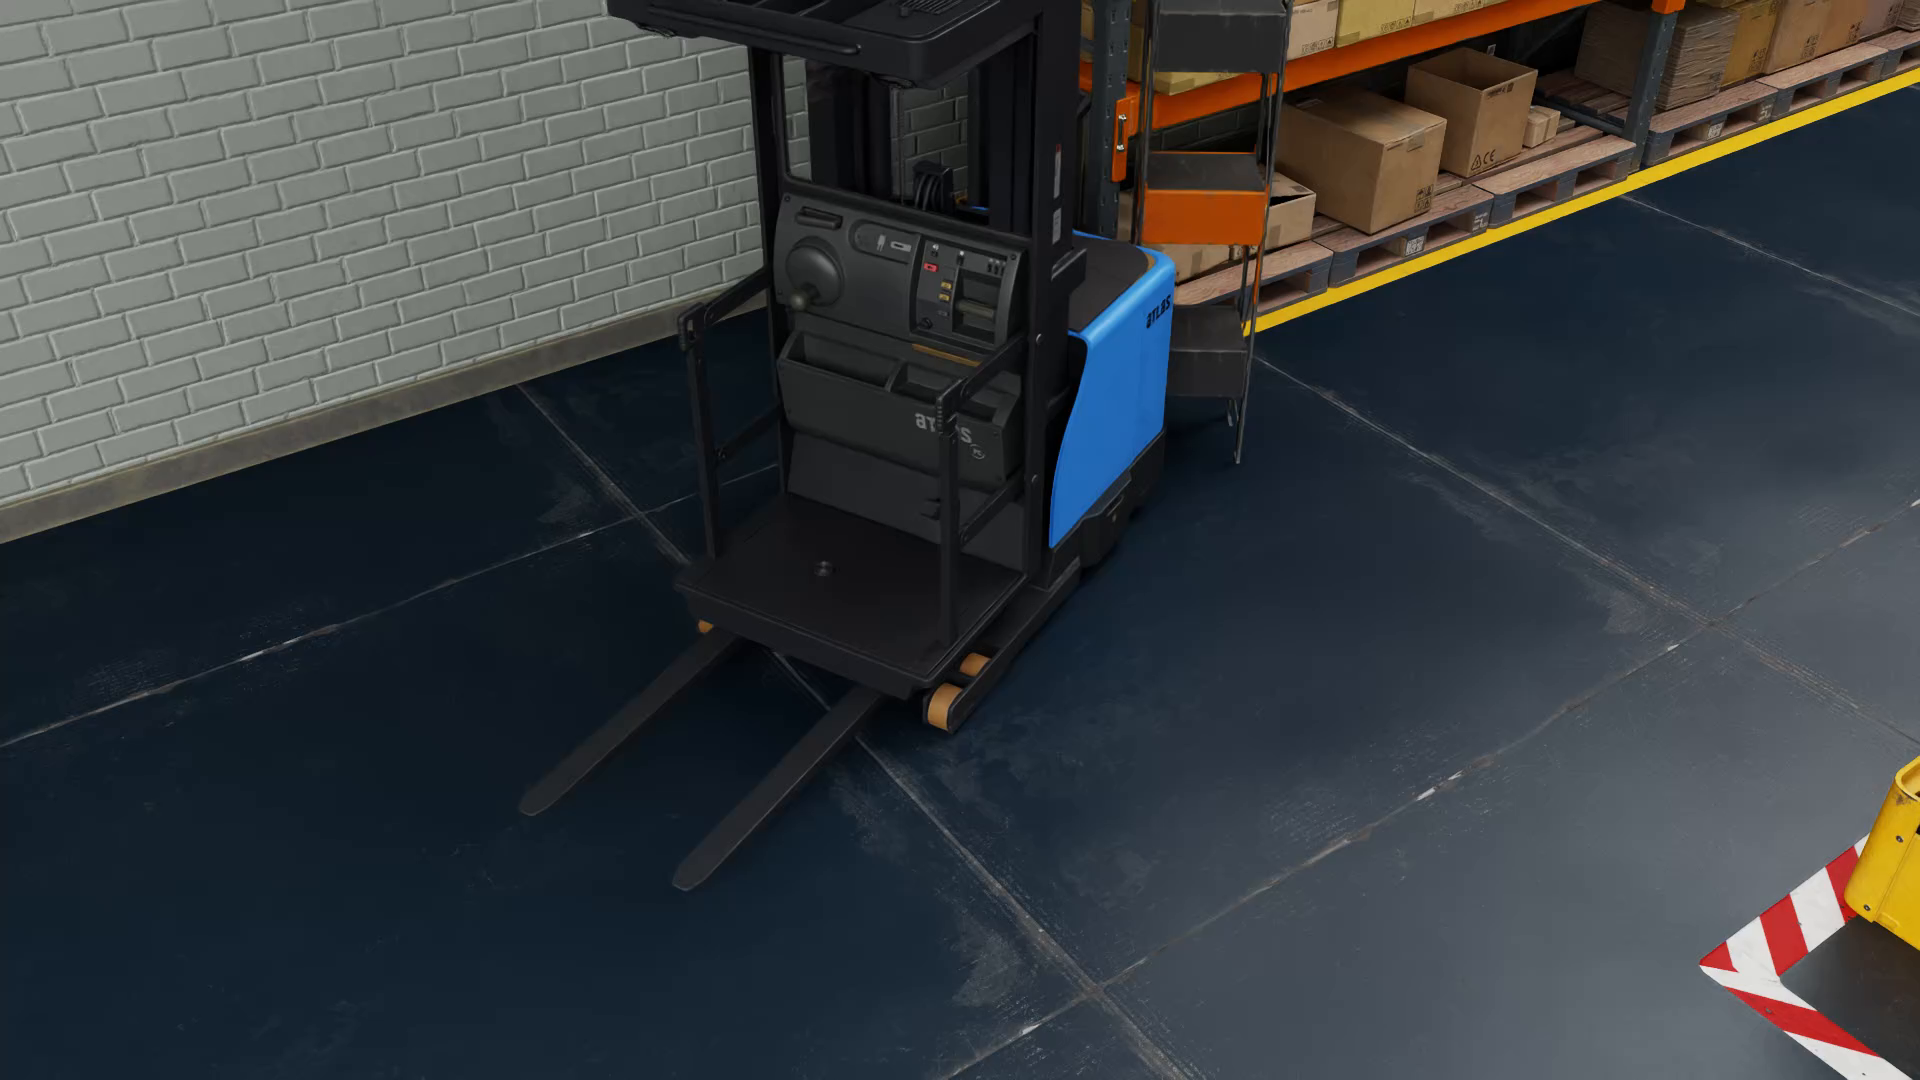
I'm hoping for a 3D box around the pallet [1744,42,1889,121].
[{"bbox_3d":[5.277,-3.140,10.935,1.213,0.211,1.003,-22,41,-28],"label":"pallet"}]

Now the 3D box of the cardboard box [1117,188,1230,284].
[{"bbox_3d":[0.991,-1.528,8.231,0.500,0.311,0.500,-28,44,-33],"label":"cardboard box"}]

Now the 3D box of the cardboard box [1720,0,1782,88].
[{"bbox_3d":[4.629,-3.214,10.413,0.500,0.500,0.700,-23,42,-29],"label":"cardboard box"}]

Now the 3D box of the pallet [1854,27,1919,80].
[{"bbox_3d":[6.273,-3.548,11.502,1.213,0.211,1.003,-22,41,-28],"label":"pallet"}]

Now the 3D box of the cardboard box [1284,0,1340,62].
[{"bbox_3d":[1.372,-2.392,7.619,0.500,0.250,0.500,-24,42,-29],"label":"cardboard box"}]

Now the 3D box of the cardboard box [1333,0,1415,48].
[{"bbox_3d":[1.791,-2.561,7.853,0.500,0.250,0.500,-23,42,-29],"label":"cardboard box"}]

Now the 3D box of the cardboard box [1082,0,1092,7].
[{"bbox_3d":[0.636,-2.763,7.491,0.500,0.500,0.500,-23,42,-28],"label":"cardboard box"}]

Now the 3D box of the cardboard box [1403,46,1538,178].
[{"bbox_3d":[2.818,-2.392,9.271,0.500,0.500,0.500,-26,43,-31],"label":"cardboard box"}]

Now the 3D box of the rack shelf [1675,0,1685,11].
[{"bbox_3d":[5.278,-3.977,10.327,4.000,0.370,1.077,-22,41,-28],"label":"rack shelf"}]

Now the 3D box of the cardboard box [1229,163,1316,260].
[{"bbox_3d":[1.457,-1.720,8.498,0.500,0.311,0.500,-19,40,-24],"label":"cardboard box"}]

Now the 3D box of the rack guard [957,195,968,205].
[{"bbox_3d":[0.436,-1.262,8.076,0.348,0.500,1.175,-22,41,-28],"label":"rack guard"}]

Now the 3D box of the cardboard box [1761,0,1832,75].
[{"bbox_3d":[5.069,-3.366,10.625,0.500,0.500,0.700,-22,41,-27],"label":"cardboard box"}]

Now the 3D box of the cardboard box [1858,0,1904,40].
[{"bbox_3d":[5.866,-3.721,11.119,0.500,0.500,0.700,-22,41,-28],"label":"cardboard box"}]

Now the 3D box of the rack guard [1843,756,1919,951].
[{"bbox_3d":[3.211,1.135,4.744,0.348,0.500,1.175,-22,41,-28],"label":"rack guard"}]

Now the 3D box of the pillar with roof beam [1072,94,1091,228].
[{"bbox_3d":[2.927,-3.280,3.604,0.400,9.000,9.100,-22,41,-28],"label":"pillar with roof beam"}]

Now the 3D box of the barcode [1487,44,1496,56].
[{"bbox_3d":[3.064,-2.823,9.596,0.075,0.075,0.001,-22,41,-28],"label":"barcode"}]

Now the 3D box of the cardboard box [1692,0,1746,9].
[{"bbox_3d":[4.593,-3.470,10.128,0.500,0.250,0.500,-23,42,-29],"label":"cardboard box"}]

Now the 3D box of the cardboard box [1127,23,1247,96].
[{"bbox_3d":[0.955,-2.211,7.366,0.500,0.250,0.500,-24,42,-29],"label":"cardboard box"}]

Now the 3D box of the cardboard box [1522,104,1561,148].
[{"bbox_3d":[3.223,-2.431,9.610,0.250,0.166,0.380,-28,44,-33],"label":"cardboard box"}]

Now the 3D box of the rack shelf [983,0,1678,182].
[{"bbox_3d":[2.008,-2.632,8.456,4.000,0.370,1.077,-22,41,-28],"label":"rack shelf"}]

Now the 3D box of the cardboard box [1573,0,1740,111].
[{"bbox_3d":[4.235,-3.016,10.138,0.500,0.500,0.700,-21,41,-26],"label":"cardboard box"}]

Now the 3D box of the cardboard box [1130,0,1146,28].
[{"bbox_3d":[0.937,-2.520,7.154,0.500,0.500,0.500,-22,41,-28],"label":"cardboard box"}]

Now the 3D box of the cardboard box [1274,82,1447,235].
[{"bbox_3d":[2.085,-2.019,8.753,0.500,0.500,0.700,-25,43,-31],"label":"cardboard box"}]

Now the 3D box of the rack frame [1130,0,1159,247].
[{"bbox_3d":[0.722,-1.306,6.767,0.015,2.100,0.400,1,36,1],"label":"rack frame"}]

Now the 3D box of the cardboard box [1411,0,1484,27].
[{"bbox_3d":[2.206,-2.730,8.088,0.500,0.250,0.500,-22,41,-27],"label":"cardboard box"}]

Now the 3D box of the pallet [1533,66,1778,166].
[{"bbox_3d":[4.279,-2.727,10.361,1.213,0.211,1.003,-22,41,-28],"label":"pallet"}]

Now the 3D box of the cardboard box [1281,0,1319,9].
[{"bbox_3d":[1.347,-2.681,7.378,0.500,0.500,0.500,-22,41,-28],"label":"cardboard box"}]

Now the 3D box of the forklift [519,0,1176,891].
[{"bbox_3d":[-0.327,-0.830,5.394,1.130,2.935,3.031,19,40,24],"label":"forklift"}]

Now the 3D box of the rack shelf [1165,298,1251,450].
[{"bbox_3d":[0.966,-0.722,7.178,0.480,0.518,0.431,1,36,1],"label":"rack shelf"}]

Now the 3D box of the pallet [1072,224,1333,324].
[{"bbox_3d":[1.120,-1.401,8.517,1.213,0.211,1.003,-22,41,-28],"label":"pallet"}]

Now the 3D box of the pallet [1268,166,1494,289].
[{"bbox_3d":[2.116,-1.809,9.084,1.213,0.211,1.003,-22,41,-28],"label":"pallet"}]

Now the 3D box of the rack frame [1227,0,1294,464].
[{"bbox_3d":[1.210,-1.297,6.755,0.015,2.100,0.400,1,36,1],"label":"rack frame"}]

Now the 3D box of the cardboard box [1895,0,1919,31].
[{"bbox_3d":[6.354,-3.839,11.282,0.500,0.500,0.700,-22,41,-27],"label":"cardboard box"}]

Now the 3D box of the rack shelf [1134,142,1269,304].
[{"bbox_3d":[0.966,-1.290,6.769,0.480,0.518,0.431,1,36,1],"label":"rack shelf"}]

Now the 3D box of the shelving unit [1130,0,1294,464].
[{"bbox_3d":[0.966,-1.301,6.761,0.503,2.100,0.431,1,36,1],"label":"shelving unit"}]

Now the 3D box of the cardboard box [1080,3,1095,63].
[{"bbox_3d":[0.644,-2.448,7.696,0.500,0.250,0.500,-22,41,-27],"label":"cardboard box"}]

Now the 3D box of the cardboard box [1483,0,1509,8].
[{"bbox_3d":[2.616,-2.900,8.324,0.500,0.250,0.500,-23,41,-28],"label":"cardboard box"}]

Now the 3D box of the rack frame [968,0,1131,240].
[{"bbox_3d":[0.374,-2.251,7.311,0.127,3.000,1.000,-22,41,-28],"label":"rack frame"}]

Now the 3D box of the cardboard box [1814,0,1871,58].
[{"bbox_3d":[5.476,-3.540,10.868,0.500,0.500,0.700,-23,41,-28],"label":"cardboard box"}]

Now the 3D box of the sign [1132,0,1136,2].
[{"bbox_3d":[0.686,-2.344,6.698,0.005,0.325,0.100,-22,41,-28],"label":"sign"}]

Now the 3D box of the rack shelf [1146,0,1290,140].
[{"bbox_3d":[0.966,-1.859,6.360,0.480,0.518,0.431,1,36,1],"label":"rack shelf"}]

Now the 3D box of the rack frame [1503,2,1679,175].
[{"bbox_3d":[3.643,-3.597,9.182,0.127,3.000,1.000,-22,41,-28],"label":"rack frame"}]

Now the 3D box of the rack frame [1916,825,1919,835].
[{"bbox_3d":[3.230,0.112,4.025,0.127,3.000,1.000,-22,41,-28],"label":"rack frame"}]

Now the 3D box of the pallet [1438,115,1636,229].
[{"bbox_3d":[3.115,-2.222,9.658,1.213,0.211,1.003,-22,41,-28],"label":"pallet"}]
